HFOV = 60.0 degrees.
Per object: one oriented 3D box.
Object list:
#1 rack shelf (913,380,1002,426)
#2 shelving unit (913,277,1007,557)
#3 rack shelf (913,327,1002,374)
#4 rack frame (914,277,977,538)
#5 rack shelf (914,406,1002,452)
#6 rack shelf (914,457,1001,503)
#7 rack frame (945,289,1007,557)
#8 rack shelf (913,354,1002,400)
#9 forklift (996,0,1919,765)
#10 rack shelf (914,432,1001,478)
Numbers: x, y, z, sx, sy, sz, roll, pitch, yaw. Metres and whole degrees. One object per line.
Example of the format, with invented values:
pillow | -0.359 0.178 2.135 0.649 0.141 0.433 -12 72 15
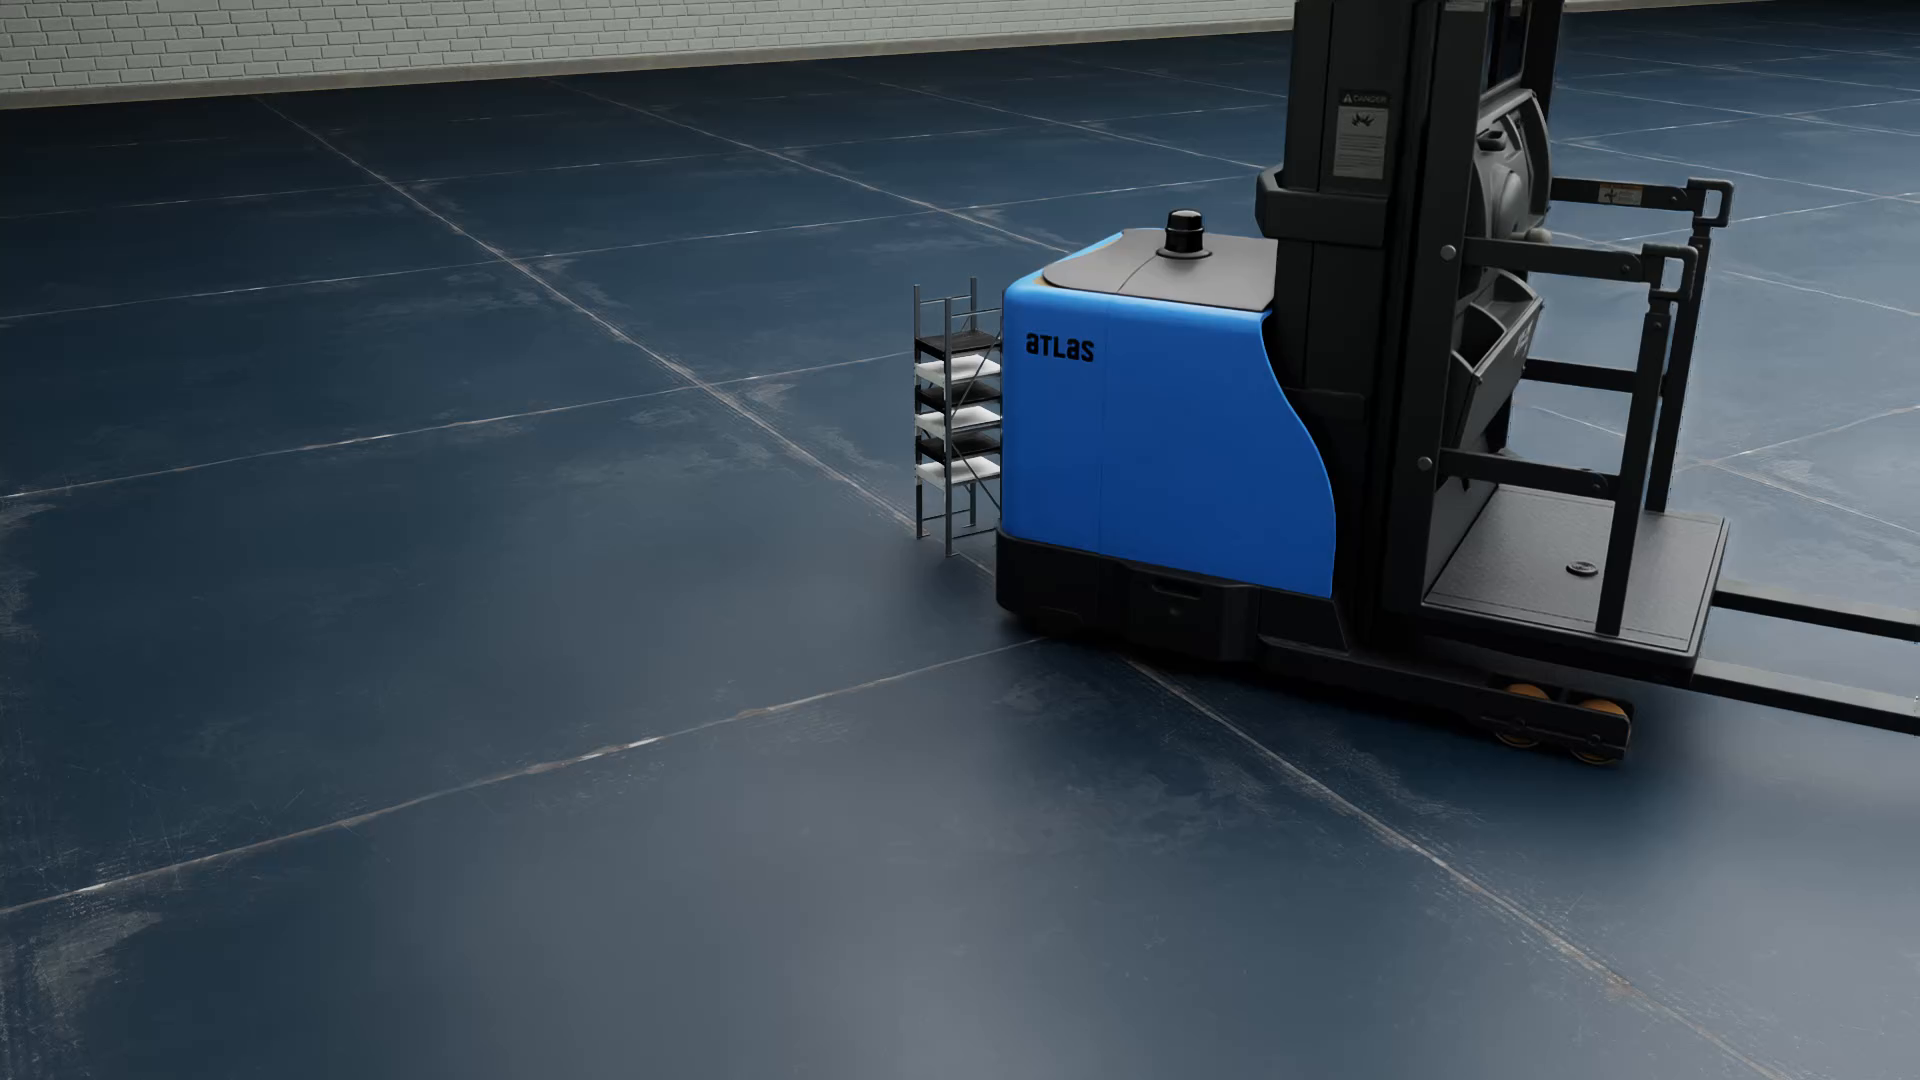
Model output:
rack shelf | 0.004 -0.467 5.614 0.258 0.077 0.200 -13 25 -28
shelving unit | 0.004 -0.414 5.636 0.258 0.900 0.210 -13 25 -28
rack shelf | 0.004 -0.633 5.546 0.258 0.077 0.200 -13 25 -28
rack frame | -0.048 -0.447 5.717 0.240 0.900 0.006 -13 25 -28
rack shelf | 0.004 -0.383 5.648 0.258 0.077 0.200 -13 25 -28
rack shelf | 0.004 -0.217 5.716 0.258 0.077 0.200 -13 25 -28
rack frame | 0.056 -0.381 5.555 0.240 0.900 0.006 -13 25 -28
rack shelf | 0.004 -0.550 5.580 0.258 0.077 0.200 -13 25 -28
forklift | 1.658 -0.998 4.374 3.031 2.935 1.130 11 25 26
rack shelf | 0.004 -0.300 5.682 0.258 0.077 0.200 -13 25 -28
